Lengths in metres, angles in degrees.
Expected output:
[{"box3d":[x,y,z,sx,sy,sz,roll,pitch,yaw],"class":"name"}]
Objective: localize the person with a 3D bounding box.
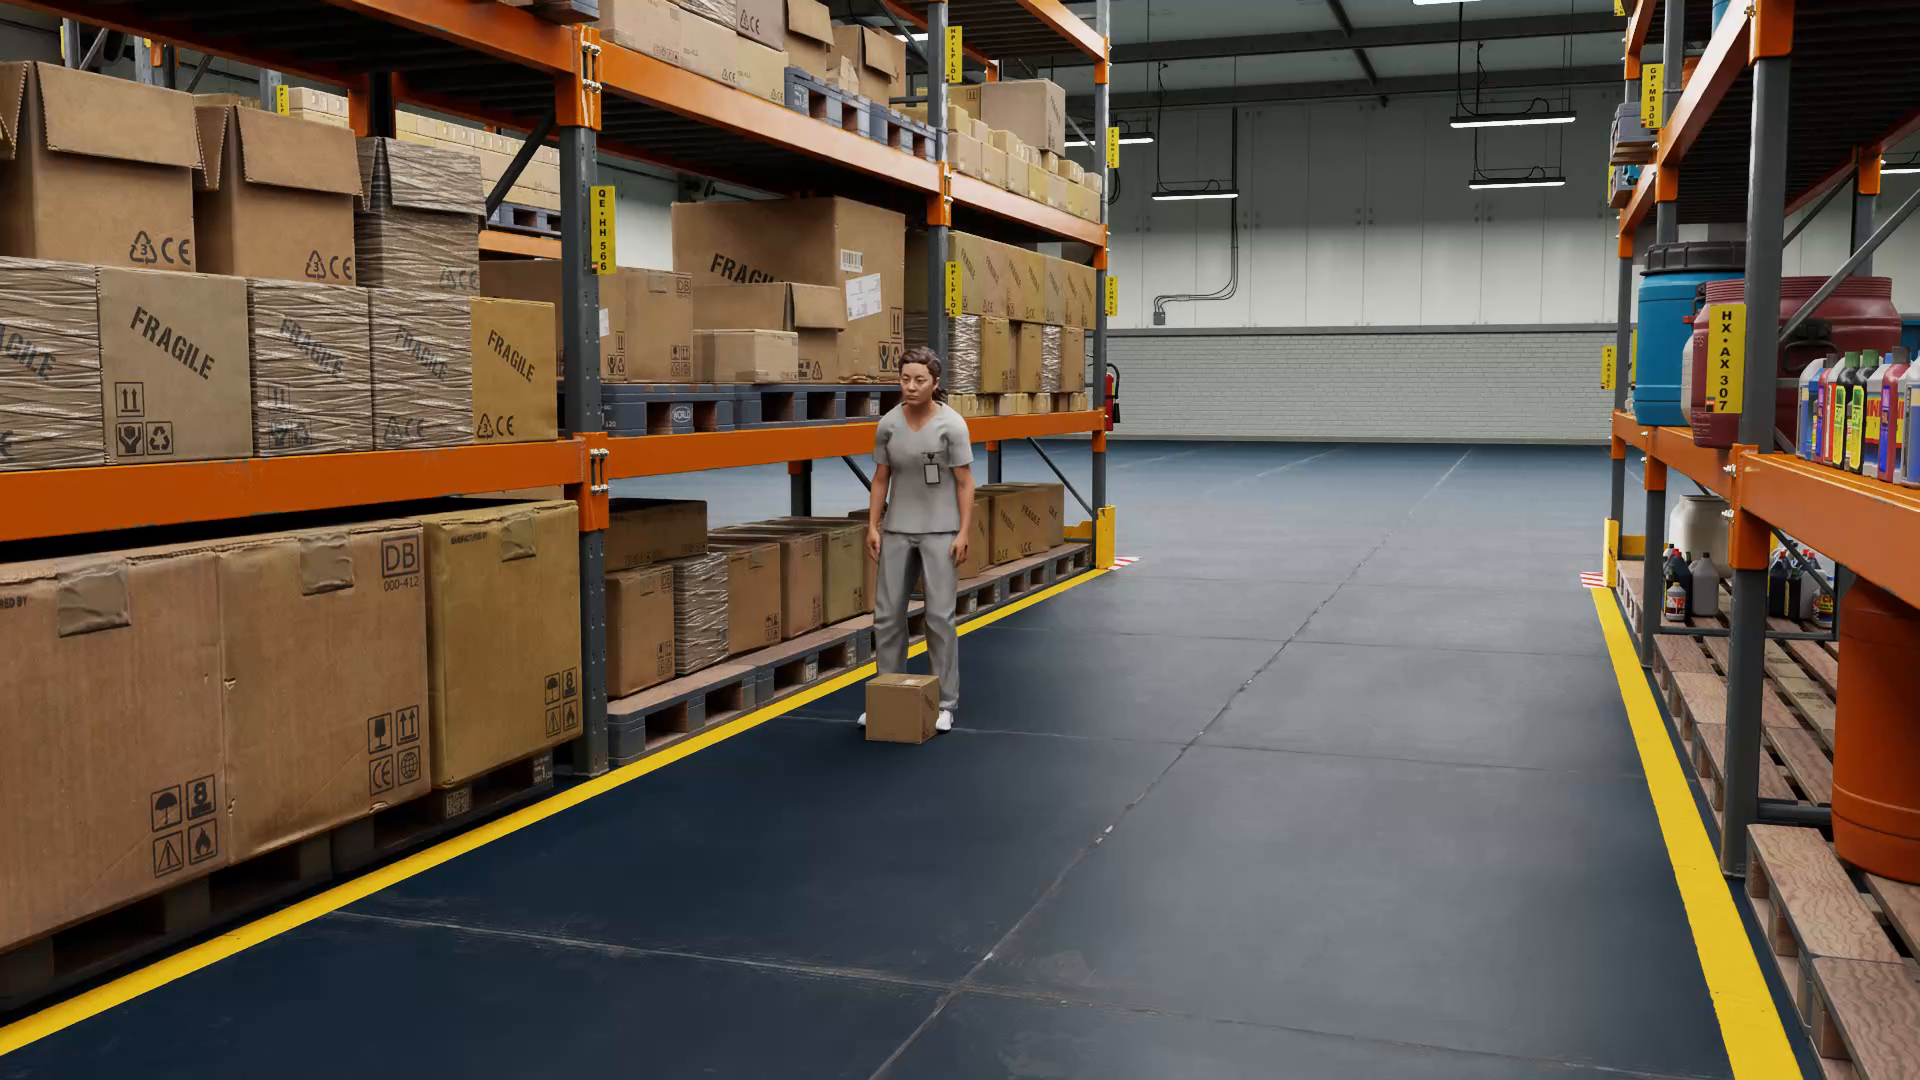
[{"box3d":[-0.179,0.001,7.313,0.485,1.651,0.358,2,6,18],"class":"person"}]
